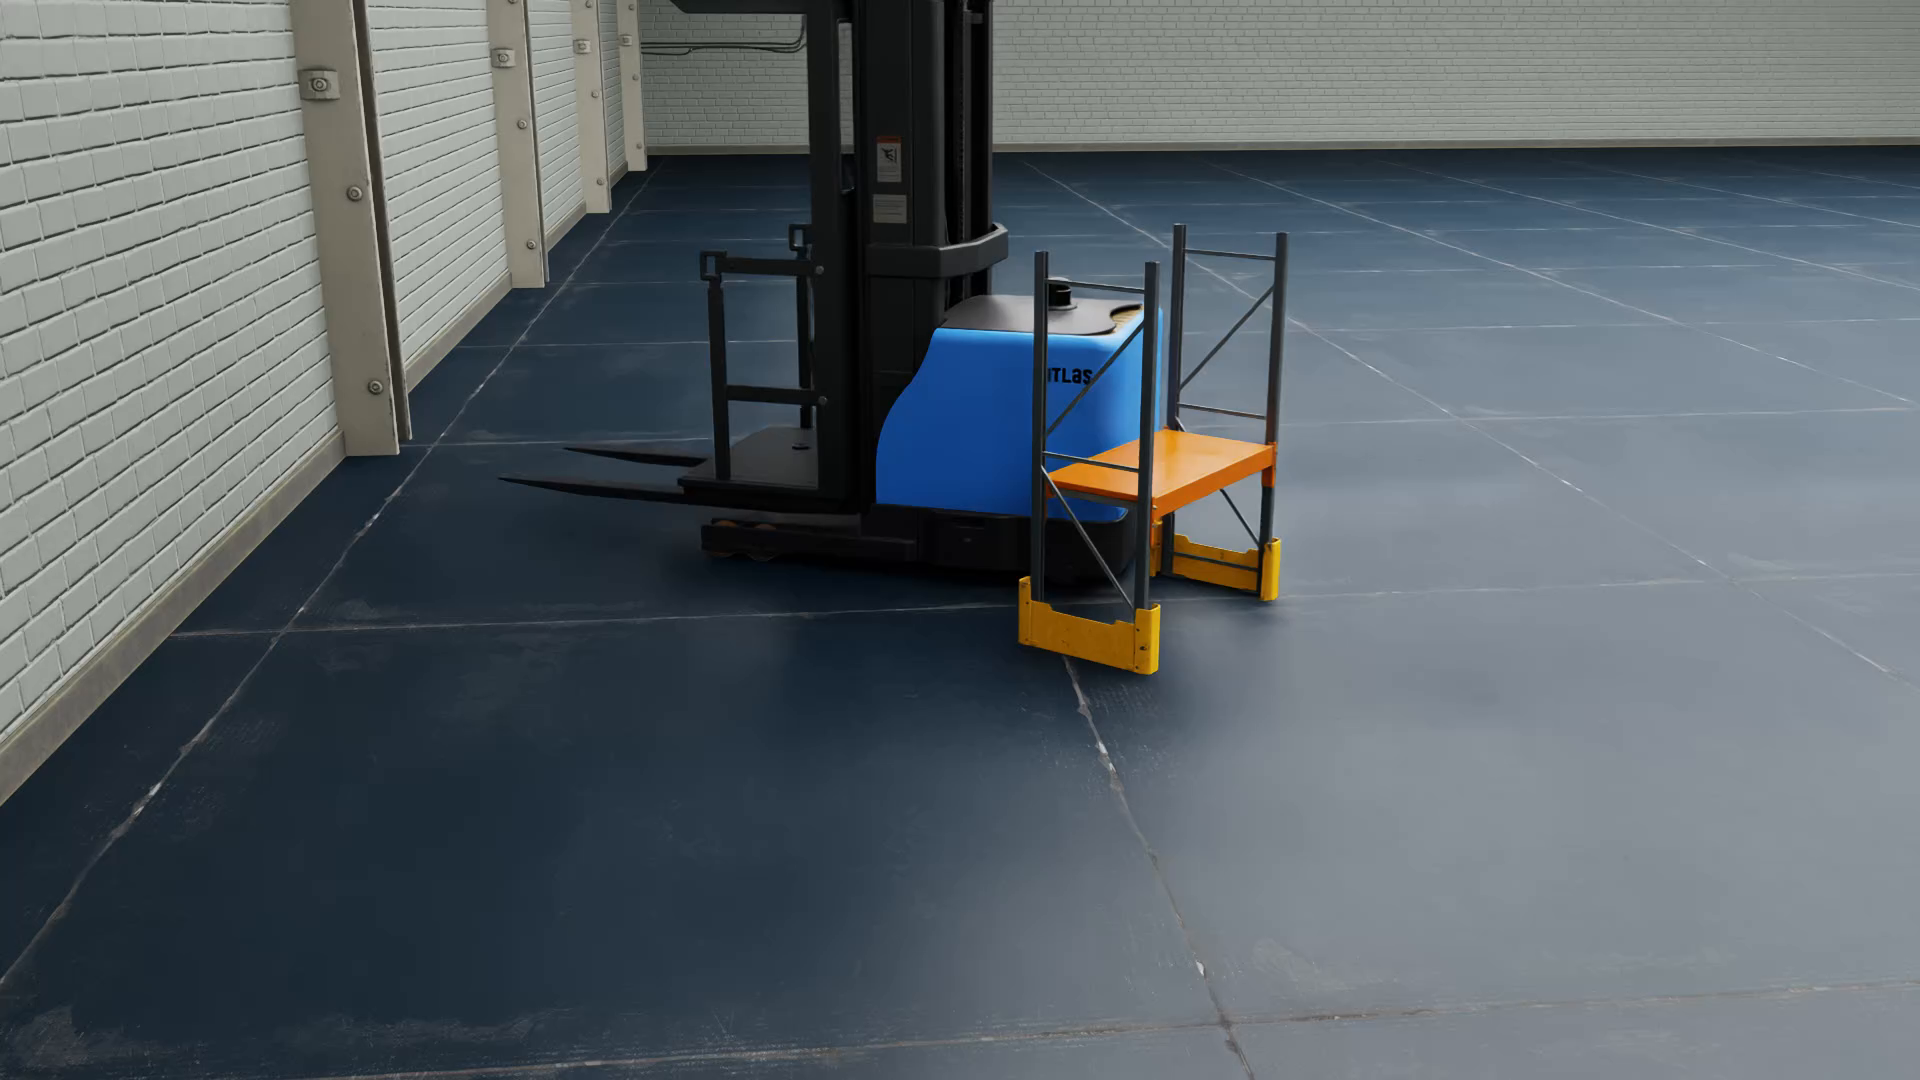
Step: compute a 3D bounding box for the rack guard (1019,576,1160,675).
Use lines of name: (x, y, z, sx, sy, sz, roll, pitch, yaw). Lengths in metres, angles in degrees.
rack guard: (0.479, 0.316, 6.253, 0.587, 0.250, 0.087, 12, 21, 34)

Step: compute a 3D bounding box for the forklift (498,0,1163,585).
forklift: (-0.647, -1.446, 7.389, 3.031, 2.935, 1.130, 5, 18, 16)

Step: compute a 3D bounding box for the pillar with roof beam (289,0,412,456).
pillar with roof beam: (1.003, -4.951, 8.425, 9.100, 9.000, 0.400, -2, 18, -6)

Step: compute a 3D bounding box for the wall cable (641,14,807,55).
wall cable: (-4.124, -9.618, 28.474, 3.097, 2.526, 0.112, -2, 18, -6)

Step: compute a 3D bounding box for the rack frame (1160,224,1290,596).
rack frame: (1.079, -0.526, 6.848, 0.500, 1.500, 0.032, 12, 21, 34)

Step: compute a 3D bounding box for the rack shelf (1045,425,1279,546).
rack shelf: (0.779, -0.231, 6.510, 0.538, 0.185, 1.000, 12, 21, 34)

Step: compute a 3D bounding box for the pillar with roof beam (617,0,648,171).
pillar with roof beam: (-0.854, -10.314, 25.507, 9.100, 9.000, 0.400, -2, 18, -6)

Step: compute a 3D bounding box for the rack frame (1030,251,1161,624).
rack frame: (0.479, -0.280, 6.065, 0.500, 1.500, 0.032, 12, 21, 34)

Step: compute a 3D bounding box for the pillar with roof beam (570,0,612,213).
pillar with roof beam: (-0.235, -8.526, 19.813, 9.100, 9.000, 0.400, -2, 18, -6)

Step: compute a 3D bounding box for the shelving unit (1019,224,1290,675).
shelving unit: (0.774, -0.401, 6.449, 0.587, 1.500, 1.083, 12, 21, 34)

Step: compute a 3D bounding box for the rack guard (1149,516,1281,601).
rack guard: (1.068, 0.075, 7.020, 0.587, 0.250, 0.087, 12, 21, 34)

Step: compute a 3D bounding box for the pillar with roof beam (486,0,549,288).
pillar with roof beam: (0.384, -6.739, 14.119, 9.100, 9.000, 0.400, -2, 18, -6)
